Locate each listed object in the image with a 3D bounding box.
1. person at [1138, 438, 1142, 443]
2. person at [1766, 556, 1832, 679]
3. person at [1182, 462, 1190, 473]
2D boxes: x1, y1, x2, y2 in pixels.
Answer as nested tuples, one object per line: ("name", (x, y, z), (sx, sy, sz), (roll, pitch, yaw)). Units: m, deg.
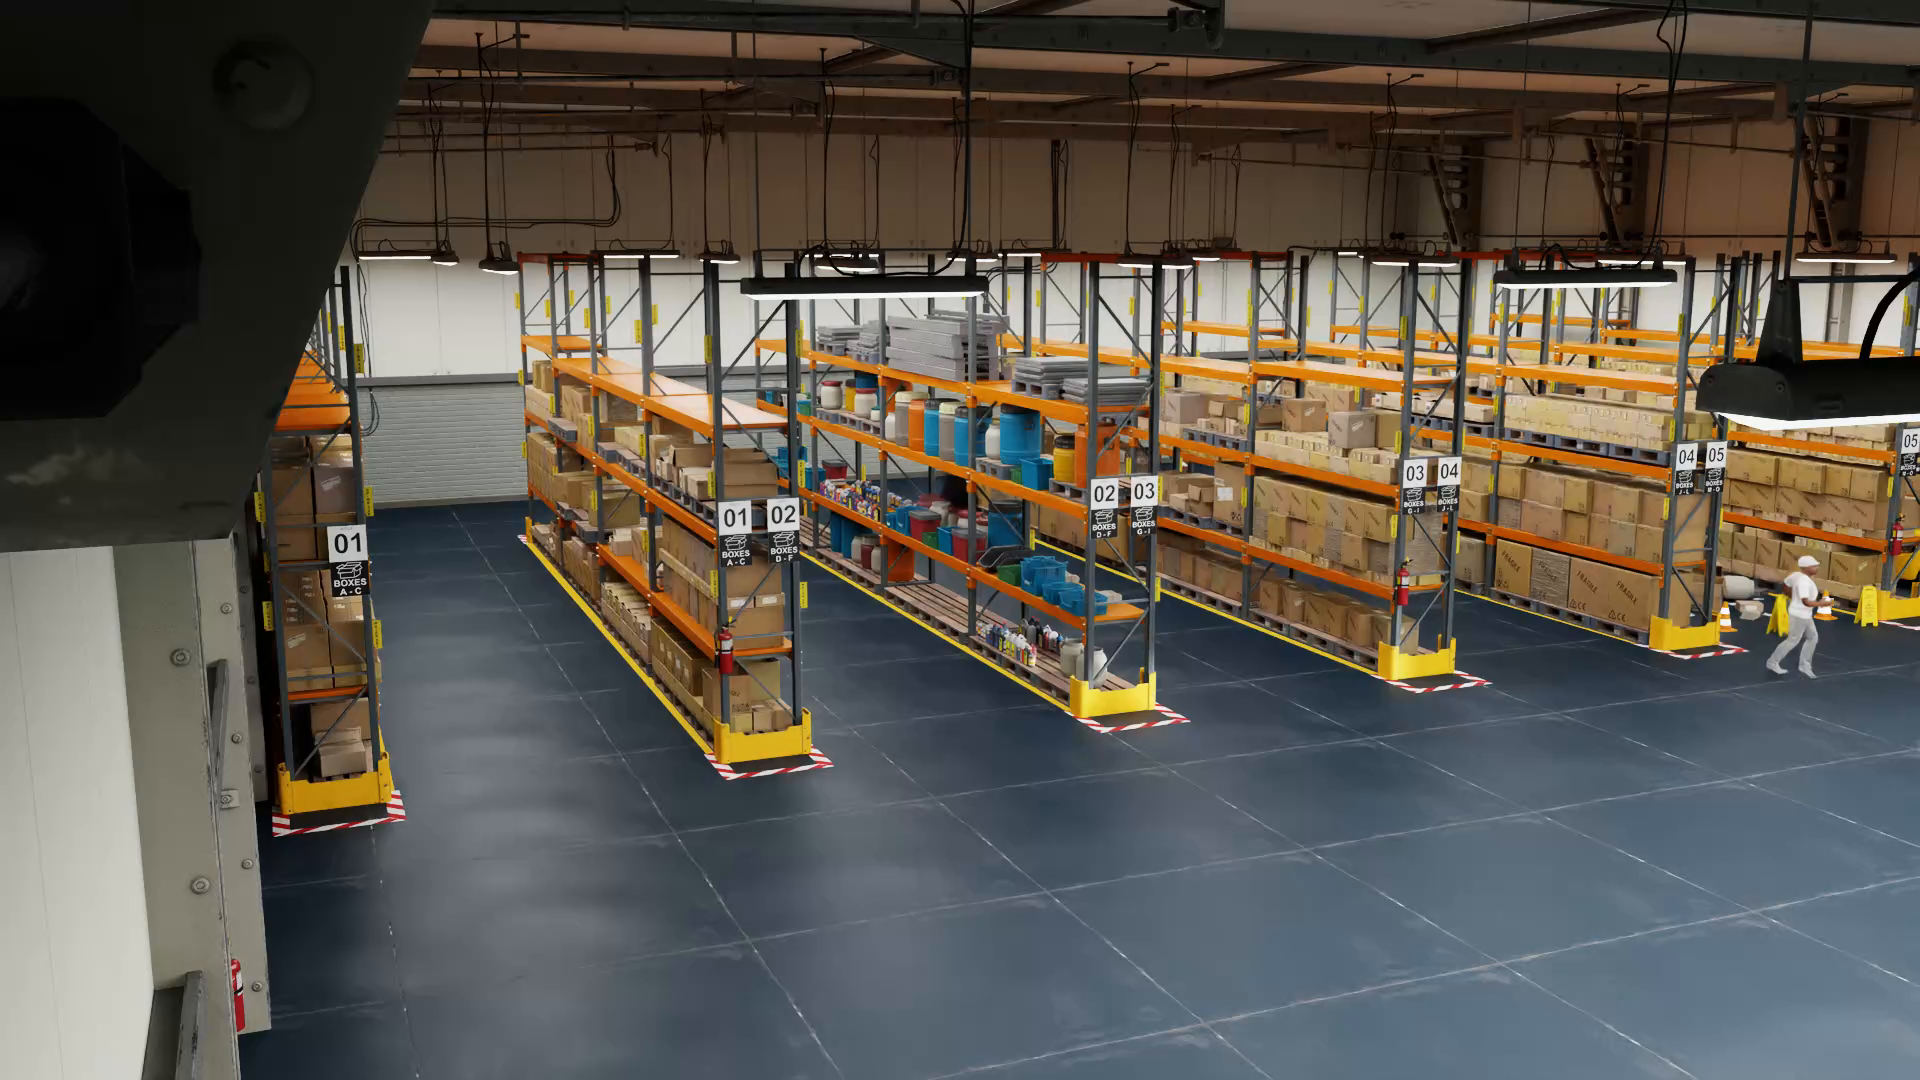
("person", (4.069, -1.507, 38.524), (0.739, 1.753, 0.982), (-2, 11, -13))
("person", (12.133, 1.127, 24.022), (0.775, 1.838, 0.717), (5, 11, 25))
("person", (4.564, -0.713, 34.046), (0.669, 1.761, 0.876), (-5, 11, -24))
